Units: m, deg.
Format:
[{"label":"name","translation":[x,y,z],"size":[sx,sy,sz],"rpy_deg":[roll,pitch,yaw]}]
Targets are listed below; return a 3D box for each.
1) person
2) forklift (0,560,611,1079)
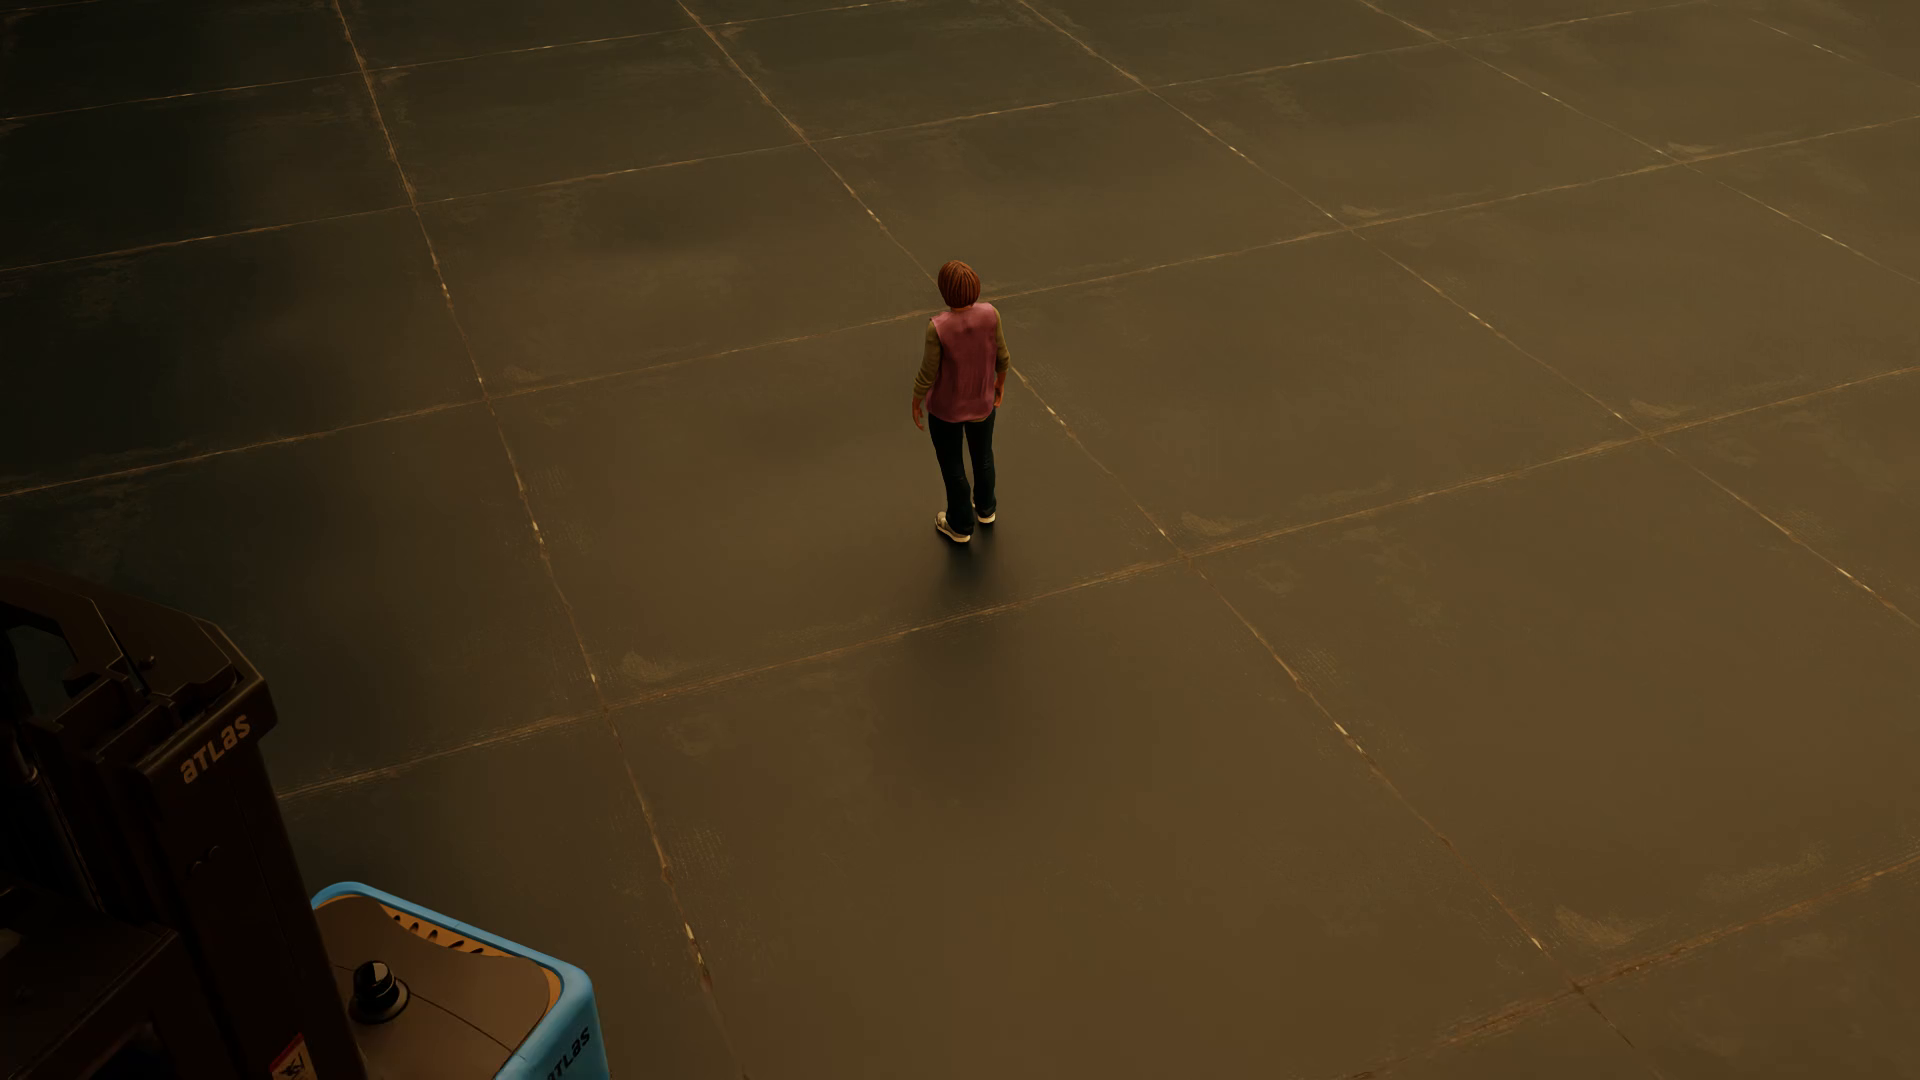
[{"label":"person","translation":[-0.017,-0.697,8.223],"size":[0.521,1.592,0.473],"rpy_deg":[-14,38,-19]},{"label":"forklift","translation":[-2.148,1.637,3.797],"size":[1.130,2.935,3.031],"rpy_deg":[15,38,20]}]
